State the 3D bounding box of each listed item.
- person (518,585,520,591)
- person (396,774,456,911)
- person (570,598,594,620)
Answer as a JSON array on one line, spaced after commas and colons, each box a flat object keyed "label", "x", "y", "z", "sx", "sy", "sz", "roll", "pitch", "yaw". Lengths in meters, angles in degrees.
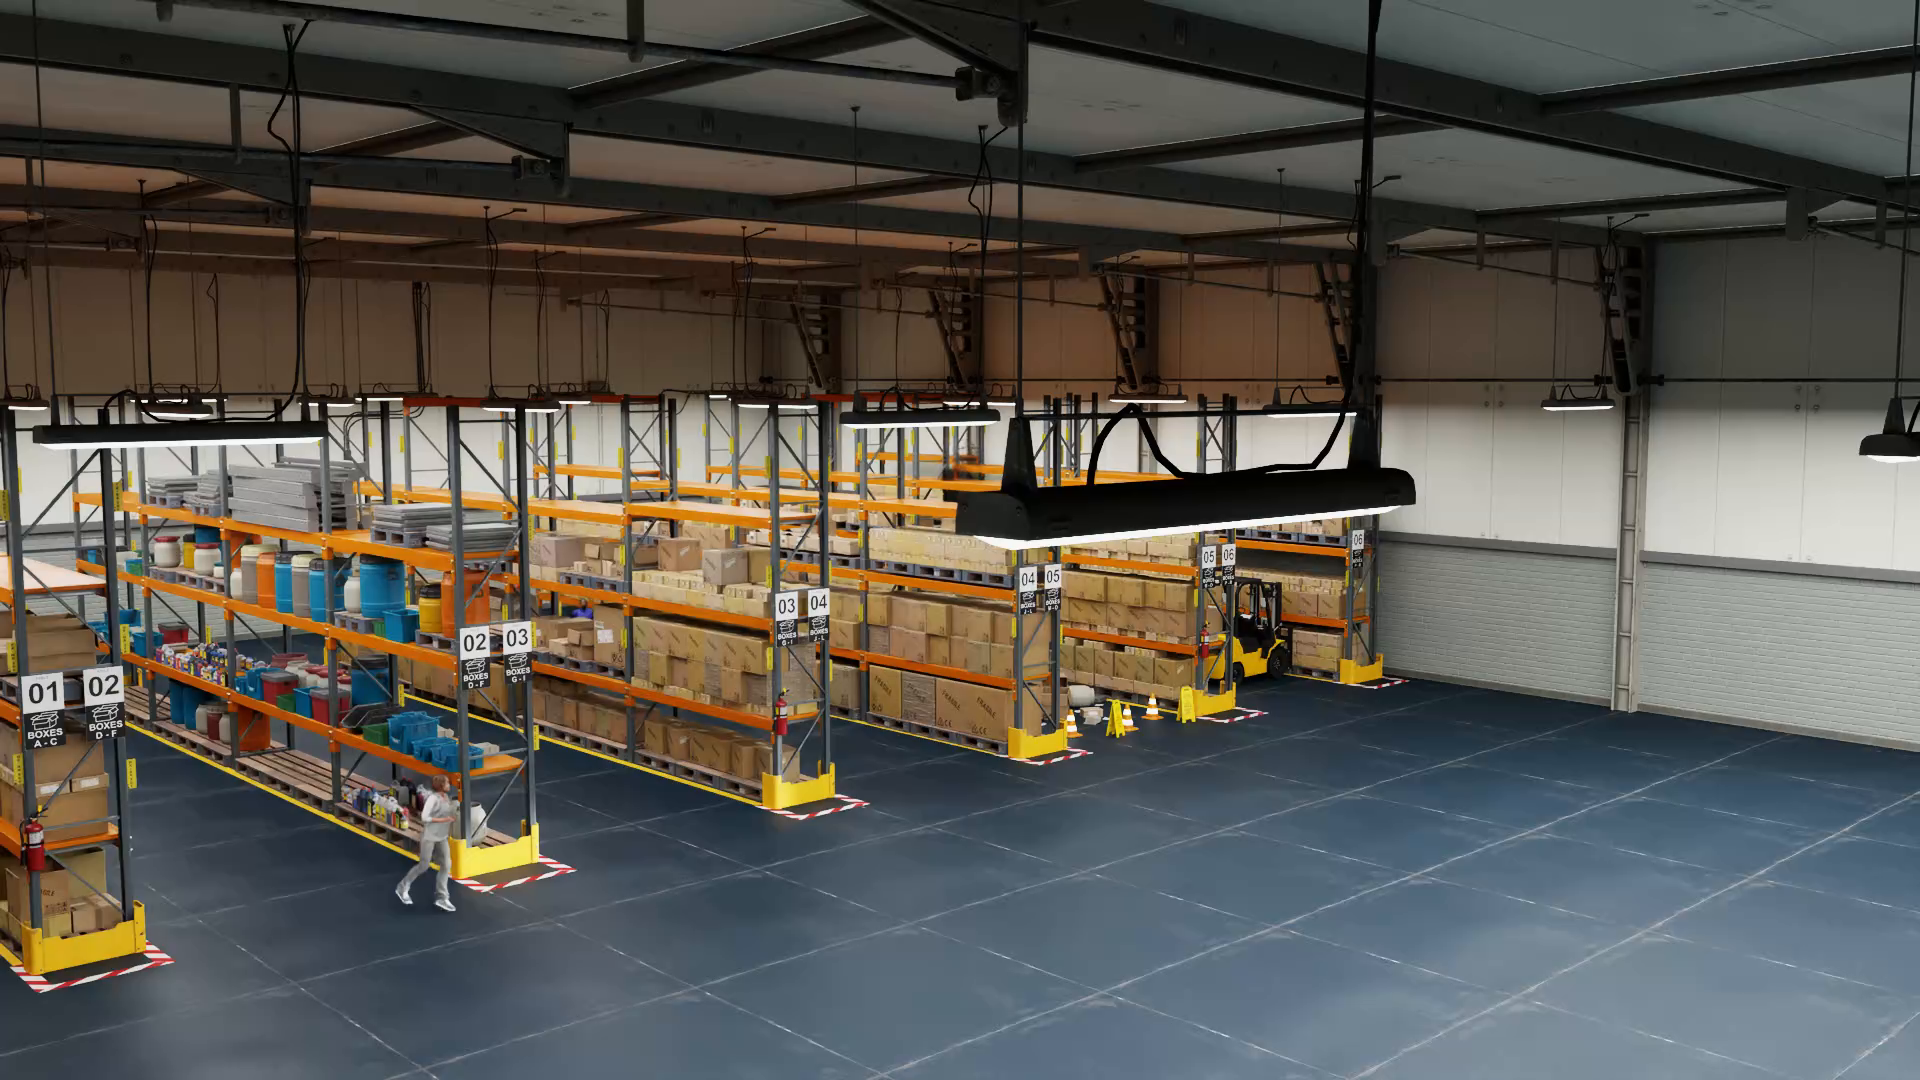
[{"label": "person", "x": -9.857, "y": 1.845, "z": 37.412, "sx": 0.652, "sy": 1.824, "sz": 0.727, "roll": -4, "pitch": 7, "yaw": -38}, {"label": "person", "x": -6.333, "y": 3.607, "z": 20.037, "sx": 0.817, "sy": 1.579, "sz": 0.564, "roll": 2, "pitch": 6, "yaw": 19}, {"label": "person", "x": -8.039, "y": 2.115, "z": 35.639, "sx": 0.561, "sy": 1.593, "sz": 0.847, "roll": -4, "pitch": 7, "yaw": -38}]
